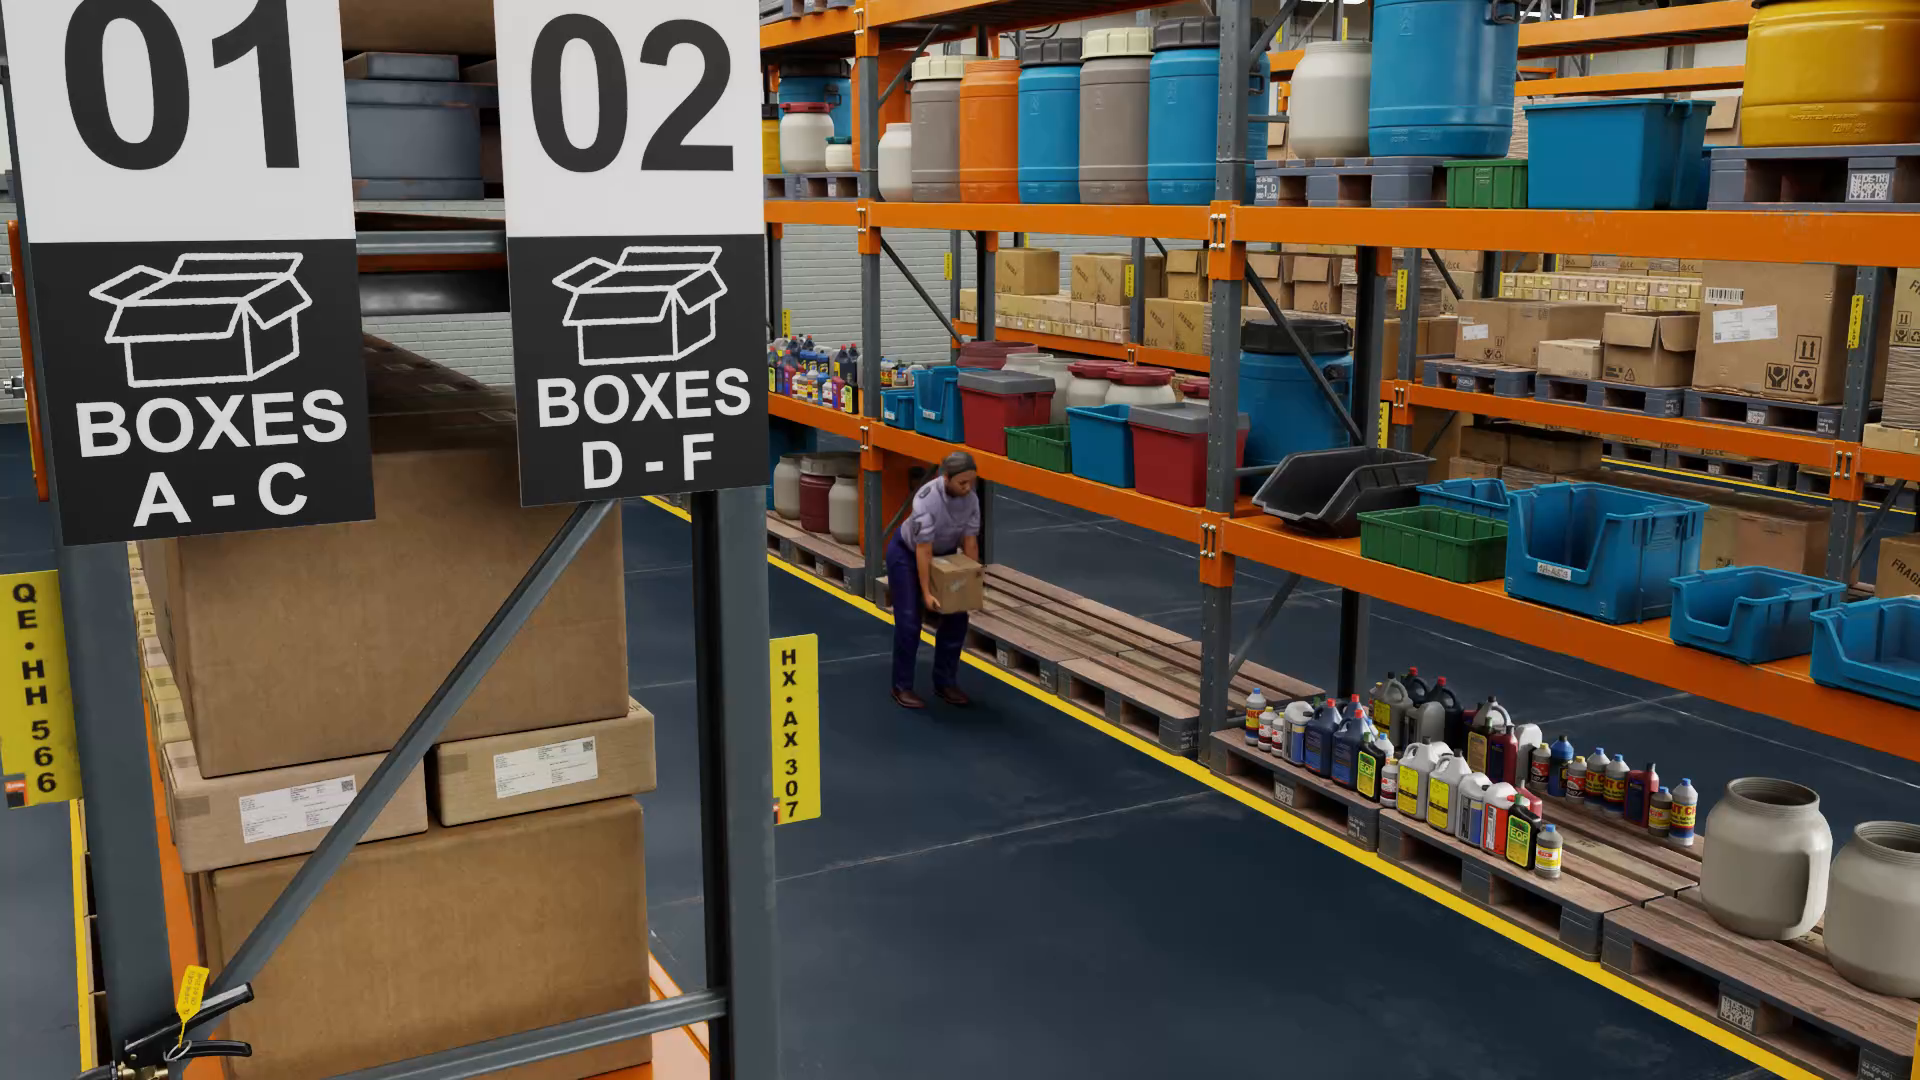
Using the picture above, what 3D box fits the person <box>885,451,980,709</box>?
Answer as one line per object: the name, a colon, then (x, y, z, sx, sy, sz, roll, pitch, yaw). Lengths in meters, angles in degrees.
person: (-0.131, 0.212, 9.366, 0.437, 1.497, 0.674, -7, 13, -29)
